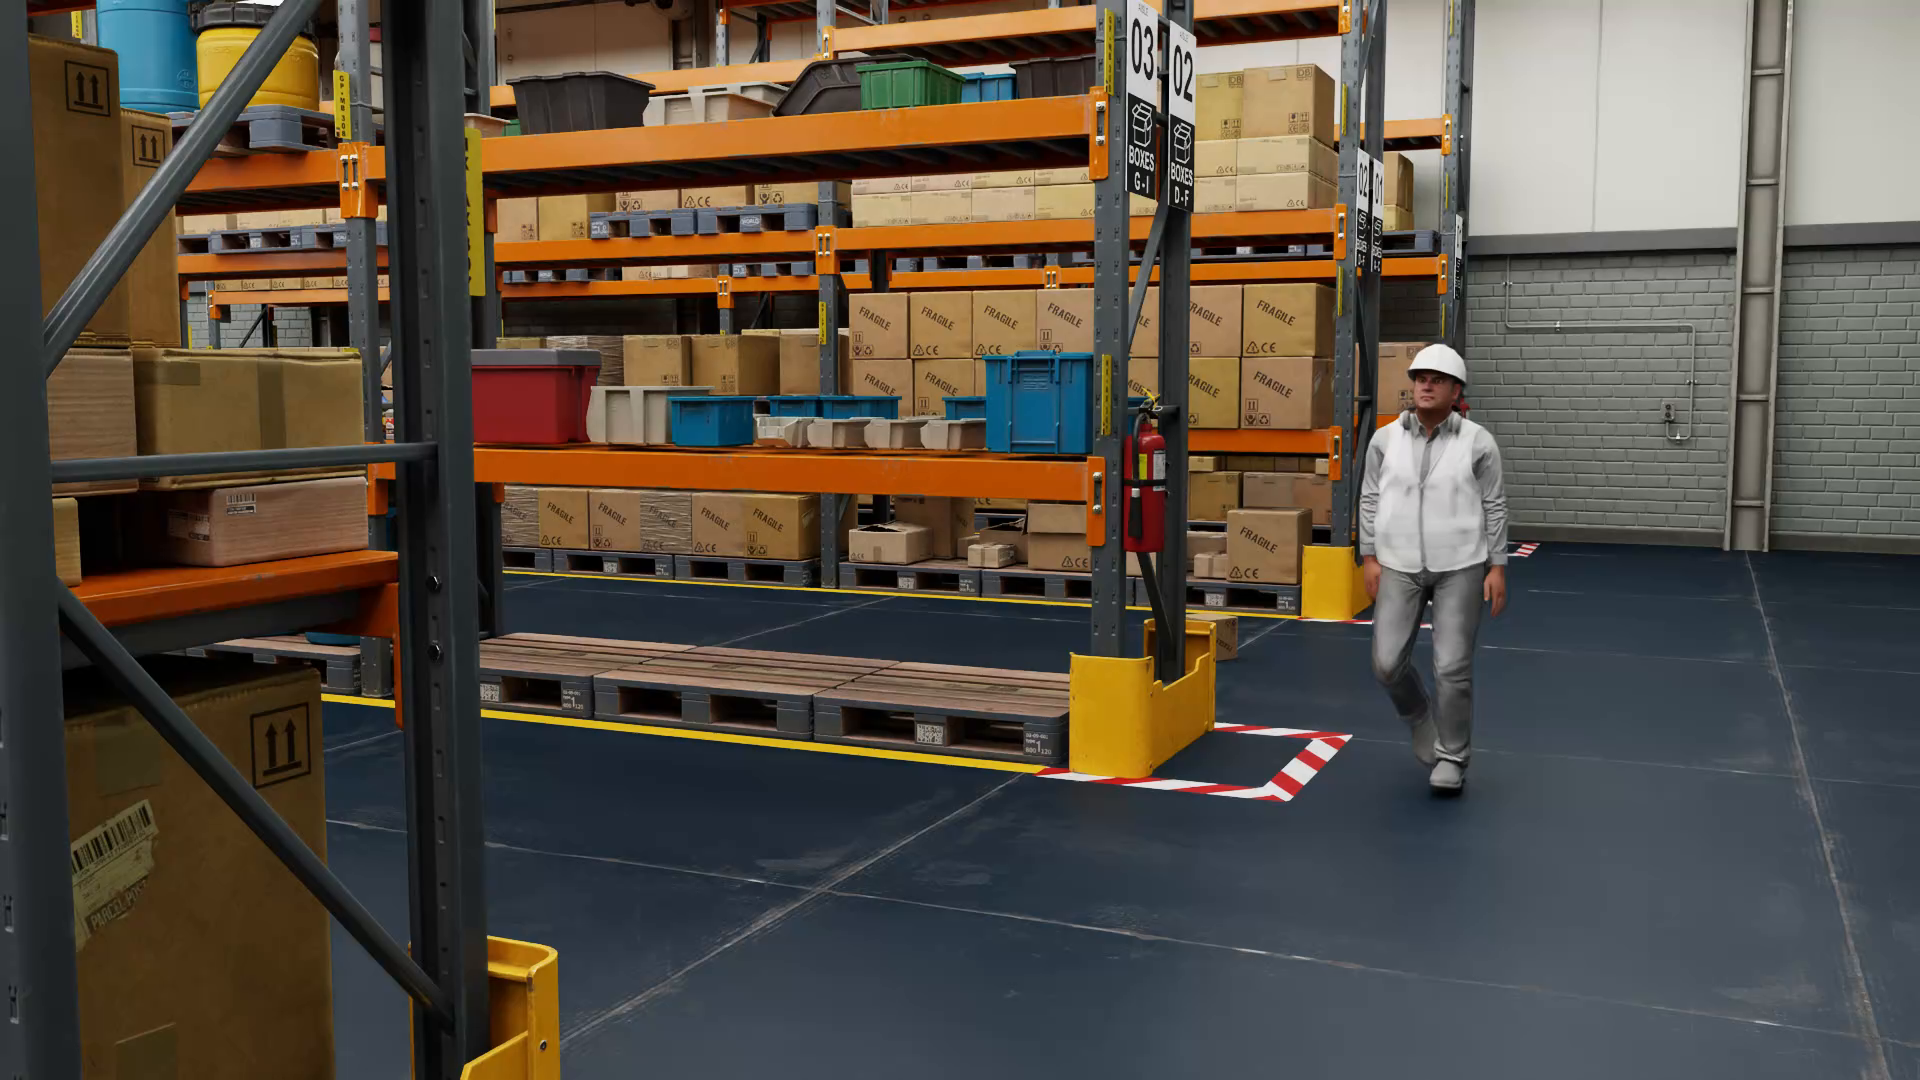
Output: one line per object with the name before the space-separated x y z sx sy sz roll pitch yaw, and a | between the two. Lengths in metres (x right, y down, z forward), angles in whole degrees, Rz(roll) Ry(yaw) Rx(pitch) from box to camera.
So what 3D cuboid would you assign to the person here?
person | 1.907 0.096 6.700 0.595 1.761 0.509 3 6 26
